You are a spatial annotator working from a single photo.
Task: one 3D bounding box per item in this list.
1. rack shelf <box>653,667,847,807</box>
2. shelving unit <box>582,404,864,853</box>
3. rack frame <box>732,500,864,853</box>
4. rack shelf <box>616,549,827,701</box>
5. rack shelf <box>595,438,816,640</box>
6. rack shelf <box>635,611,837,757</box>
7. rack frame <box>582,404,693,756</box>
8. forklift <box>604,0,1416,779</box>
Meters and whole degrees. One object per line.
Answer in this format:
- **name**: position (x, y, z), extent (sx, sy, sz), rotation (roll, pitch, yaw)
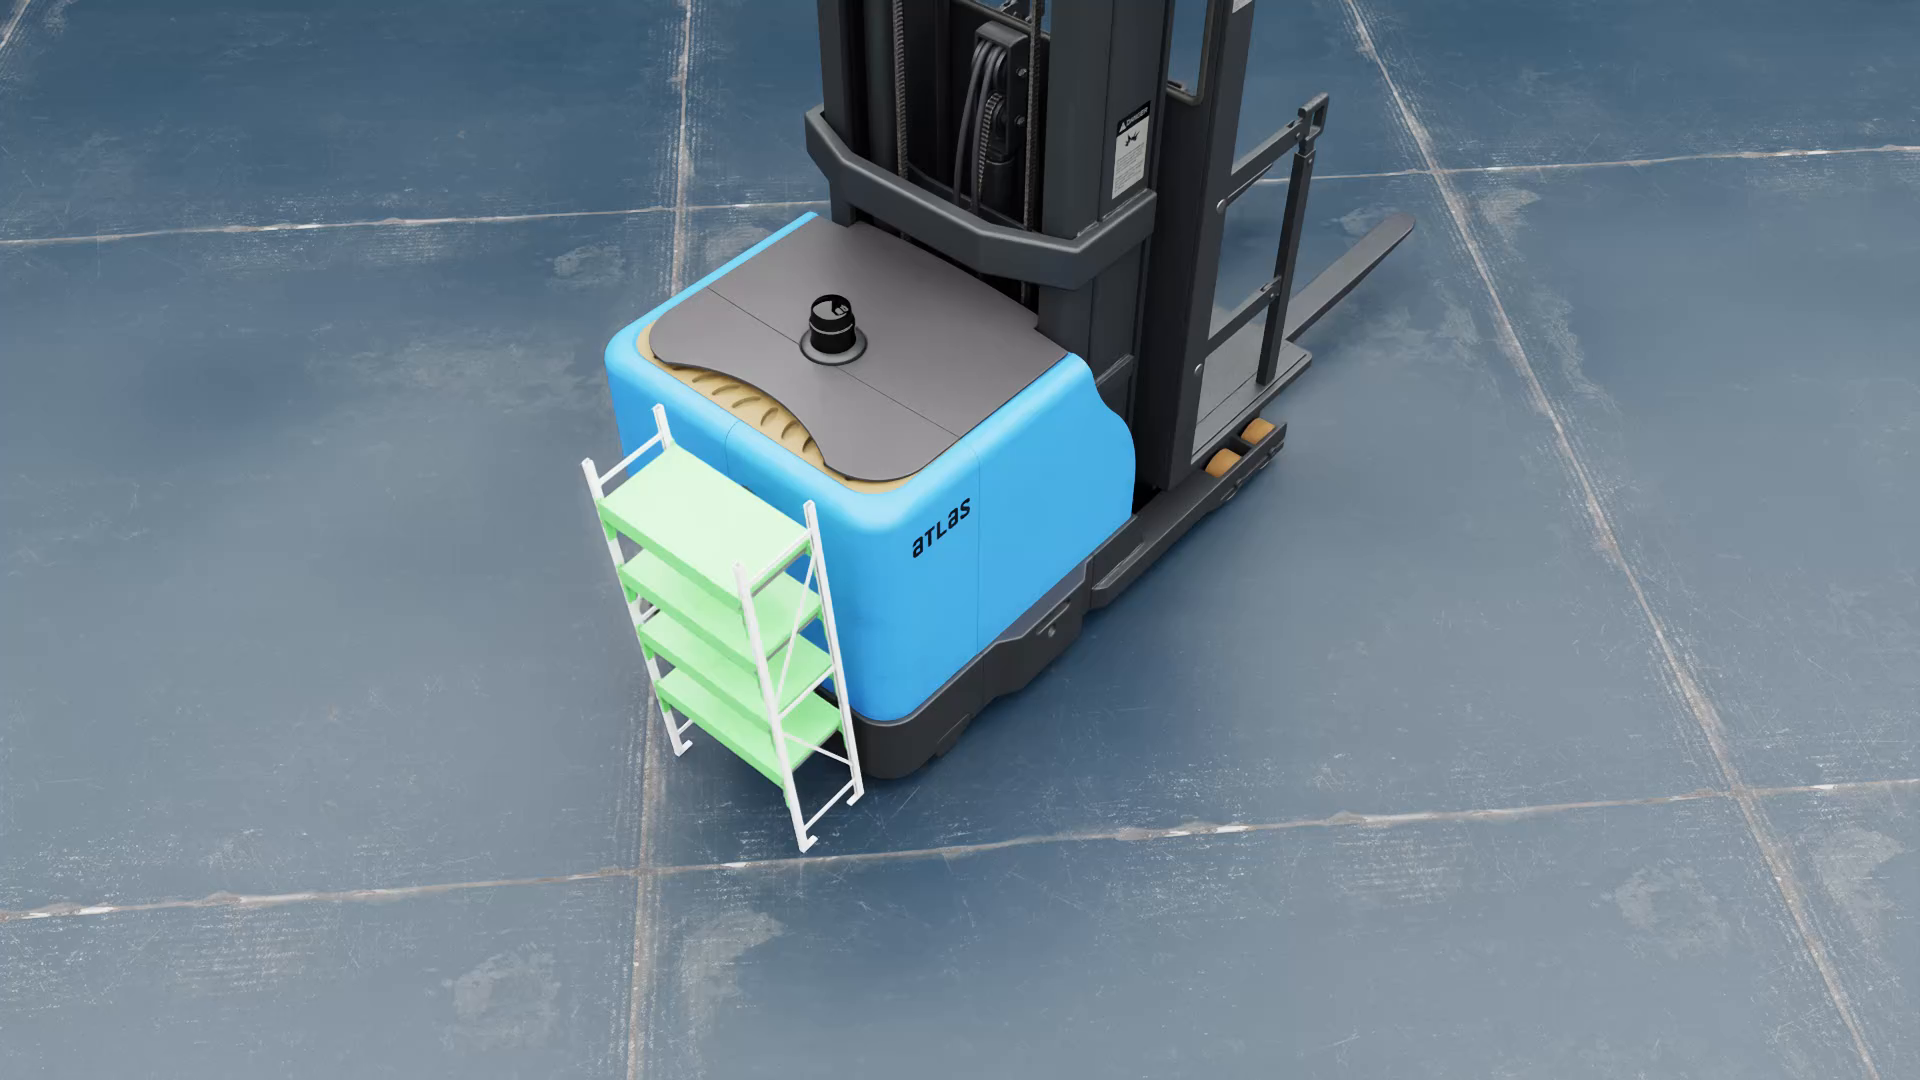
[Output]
- **rack shelf**: position (-0.546, 0.457, 4.397), extent (0.480, 0.148, 0.258), rotation (32, 58, 27)
- **shelving unit**: position (-0.560, 0.260, 4.165), extent (0.503, 1.200, 0.258), rotation (32, 58, 27)
- **rack frame**: position (-0.375, 0.375, 4.056), extent (0.015, 1.200, 0.240), rotation (32, 58, 27)
- **rack shelf**: position (-0.568, 0.146, 4.031), extent (0.480, 0.148, 0.258), rotation (32, 58, 27)
- **rack shelf**: position (-0.580, -0.009, 3.849), extent (0.480, 0.148, 0.258), rotation (32, 58, 27)
- **rack shelf**: position (-0.557, 0.301, 4.214), extent (0.480, 0.148, 0.258), rotation (32, 58, 27)
- **rack frame**: position (-0.746, 0.145, 4.274), extent (0.015, 1.200, 0.240), rotation (32, 58, 27)
- **forklift**: position (0.414, -1.353, 4.513), extent (1.130, 2.935, 3.031), rotation (32, 54, 27)
